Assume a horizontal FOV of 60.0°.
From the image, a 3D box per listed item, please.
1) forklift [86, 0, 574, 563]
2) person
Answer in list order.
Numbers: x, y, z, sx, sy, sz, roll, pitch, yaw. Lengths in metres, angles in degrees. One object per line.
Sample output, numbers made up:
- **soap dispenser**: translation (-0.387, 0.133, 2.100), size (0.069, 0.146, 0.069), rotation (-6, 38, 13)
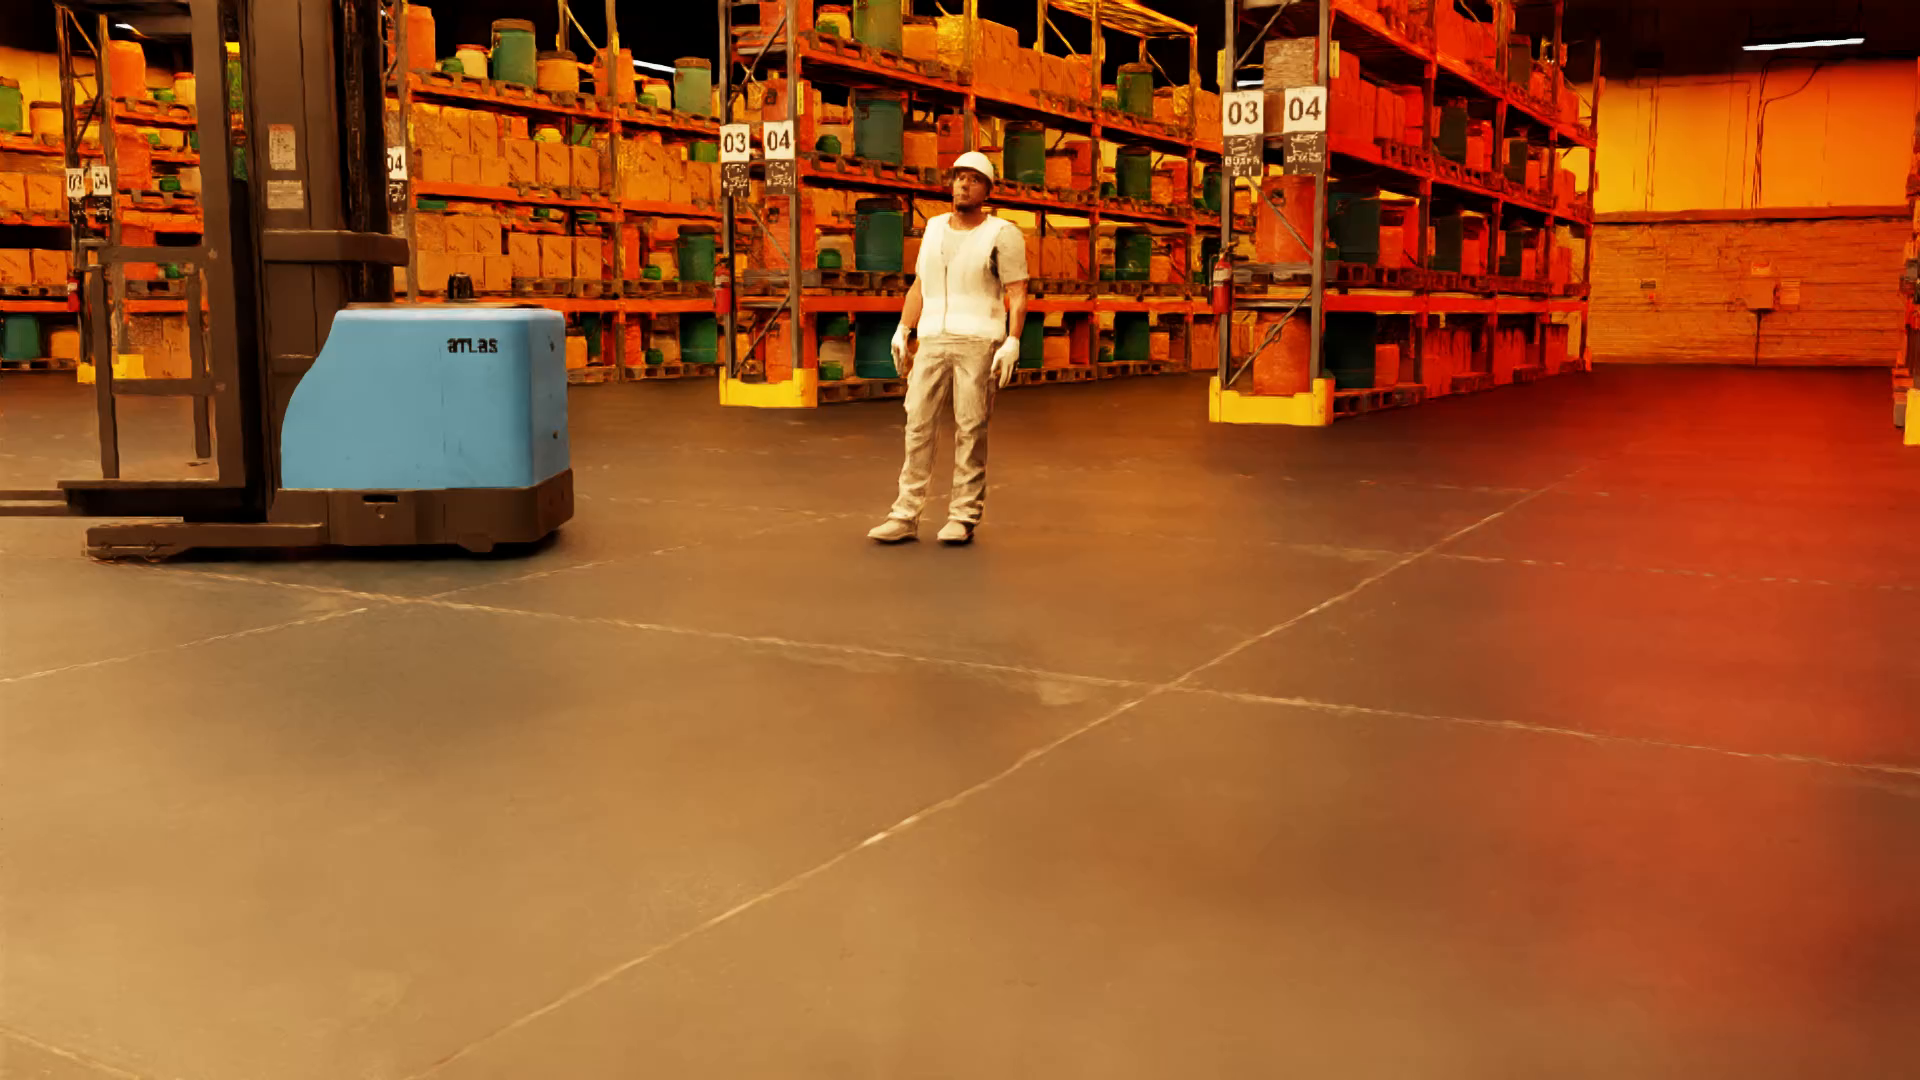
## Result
- **forklift**: translation (-3.380, -1.429, 7.445), size (3.031, 2.935, 1.130), rotation (0, 8, -3)
- **person**: translation (-0.042, -0.863, 7.635), size (0.655, 1.744, 0.576), rotation (4, 9, 29)
